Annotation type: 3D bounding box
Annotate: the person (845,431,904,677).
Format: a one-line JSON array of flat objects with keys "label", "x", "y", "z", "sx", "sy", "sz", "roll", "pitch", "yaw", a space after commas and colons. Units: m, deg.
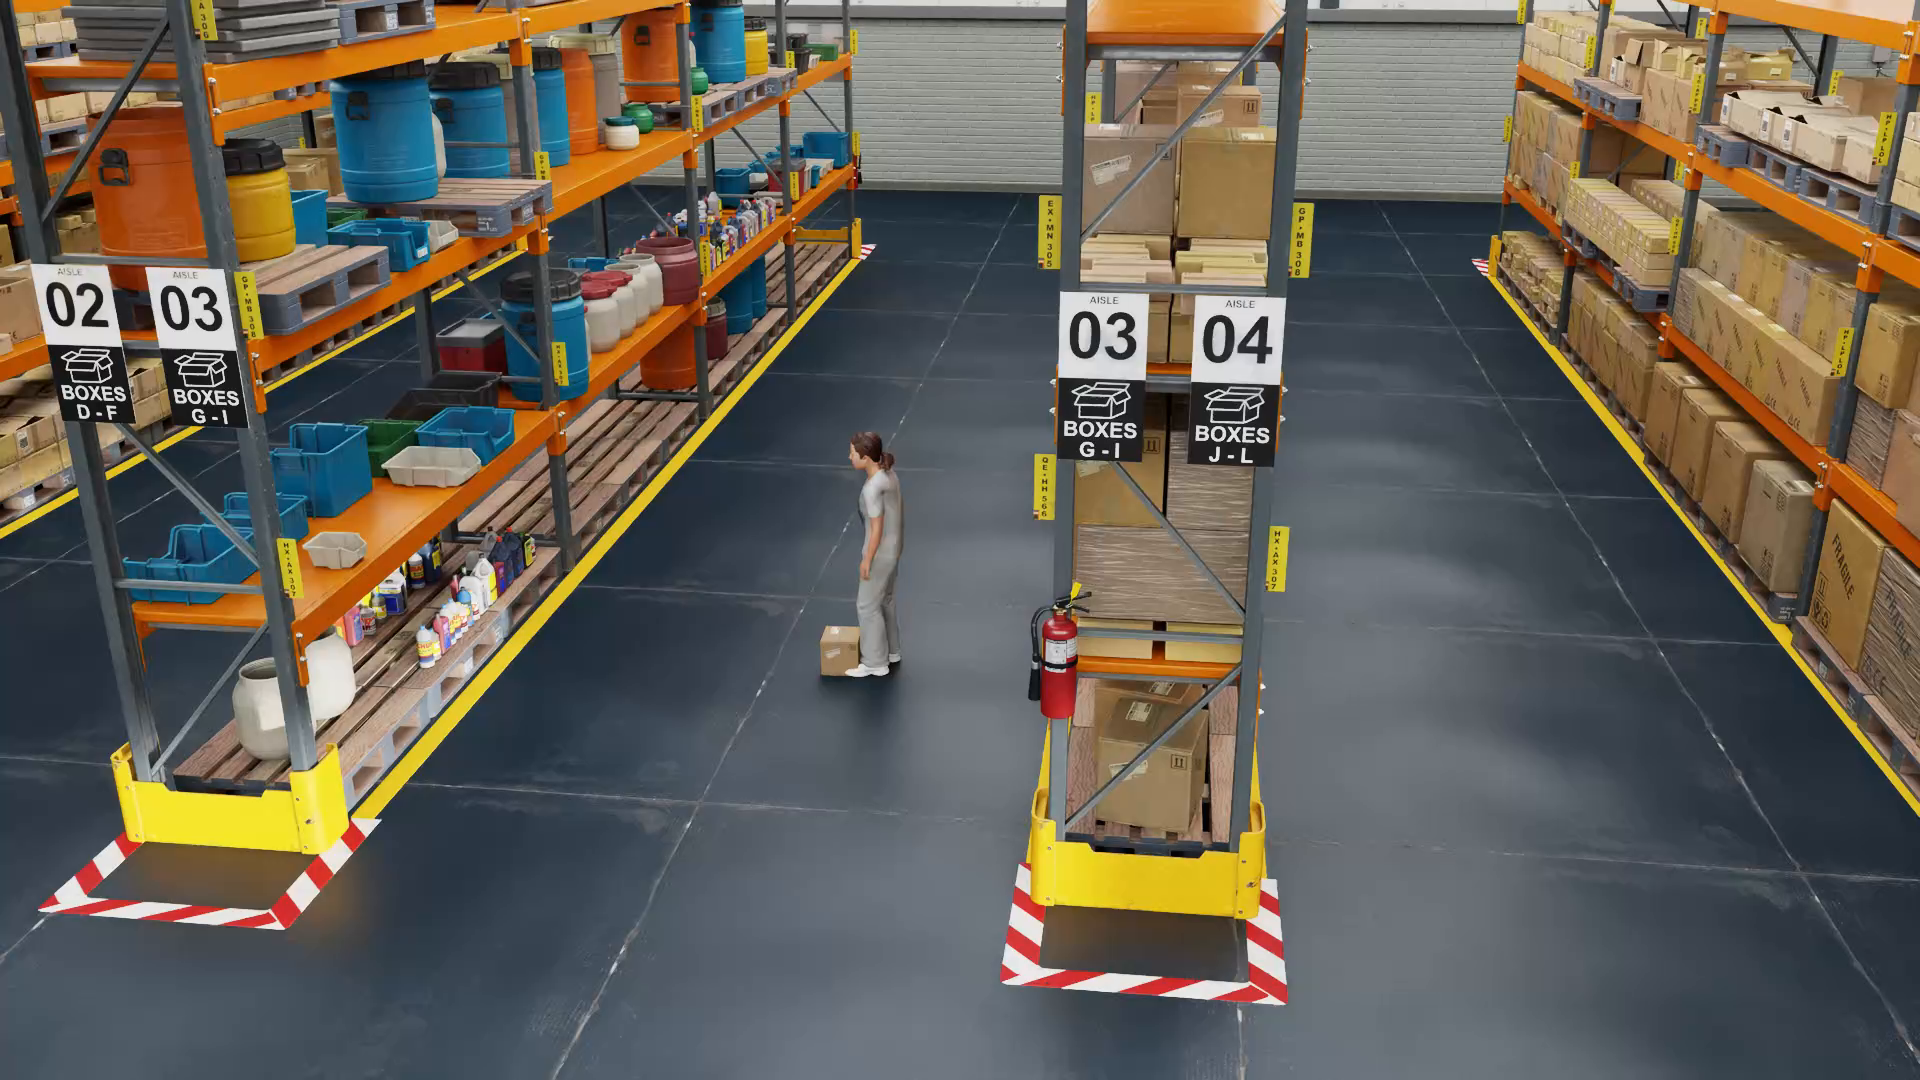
[{"label": "person", "x": -0.567, "y": 0.084, "z": 10.867, "sx": 0.404, "sy": 1.673, "sz": 0.487, "roll": 3, "pitch": 21, "yaw": 7}]
